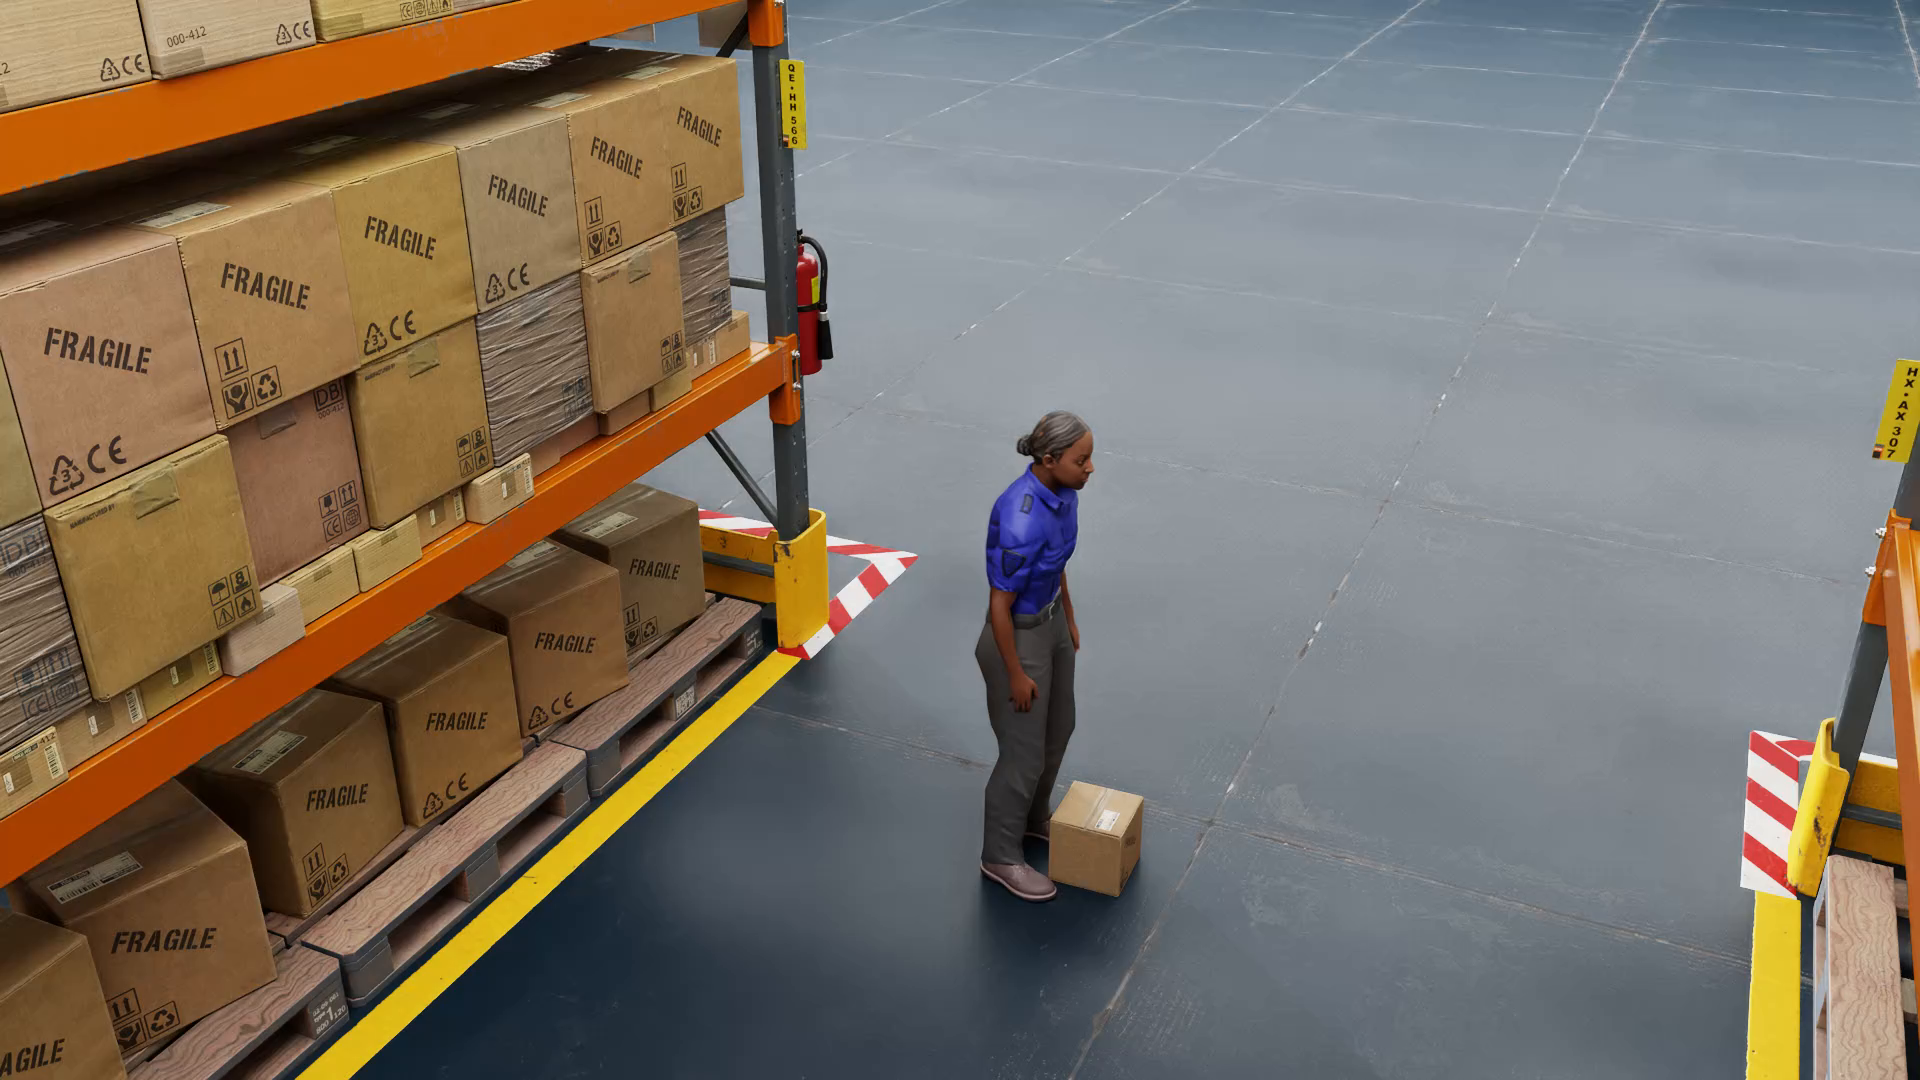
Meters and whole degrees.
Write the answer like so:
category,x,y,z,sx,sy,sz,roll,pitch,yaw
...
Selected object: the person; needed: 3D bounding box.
category,x,y,z,sx,sy,sz,roll,pitch,yaw
person,0.245,0.346,5.417,0.346,1.655,0.506,12,29,22
